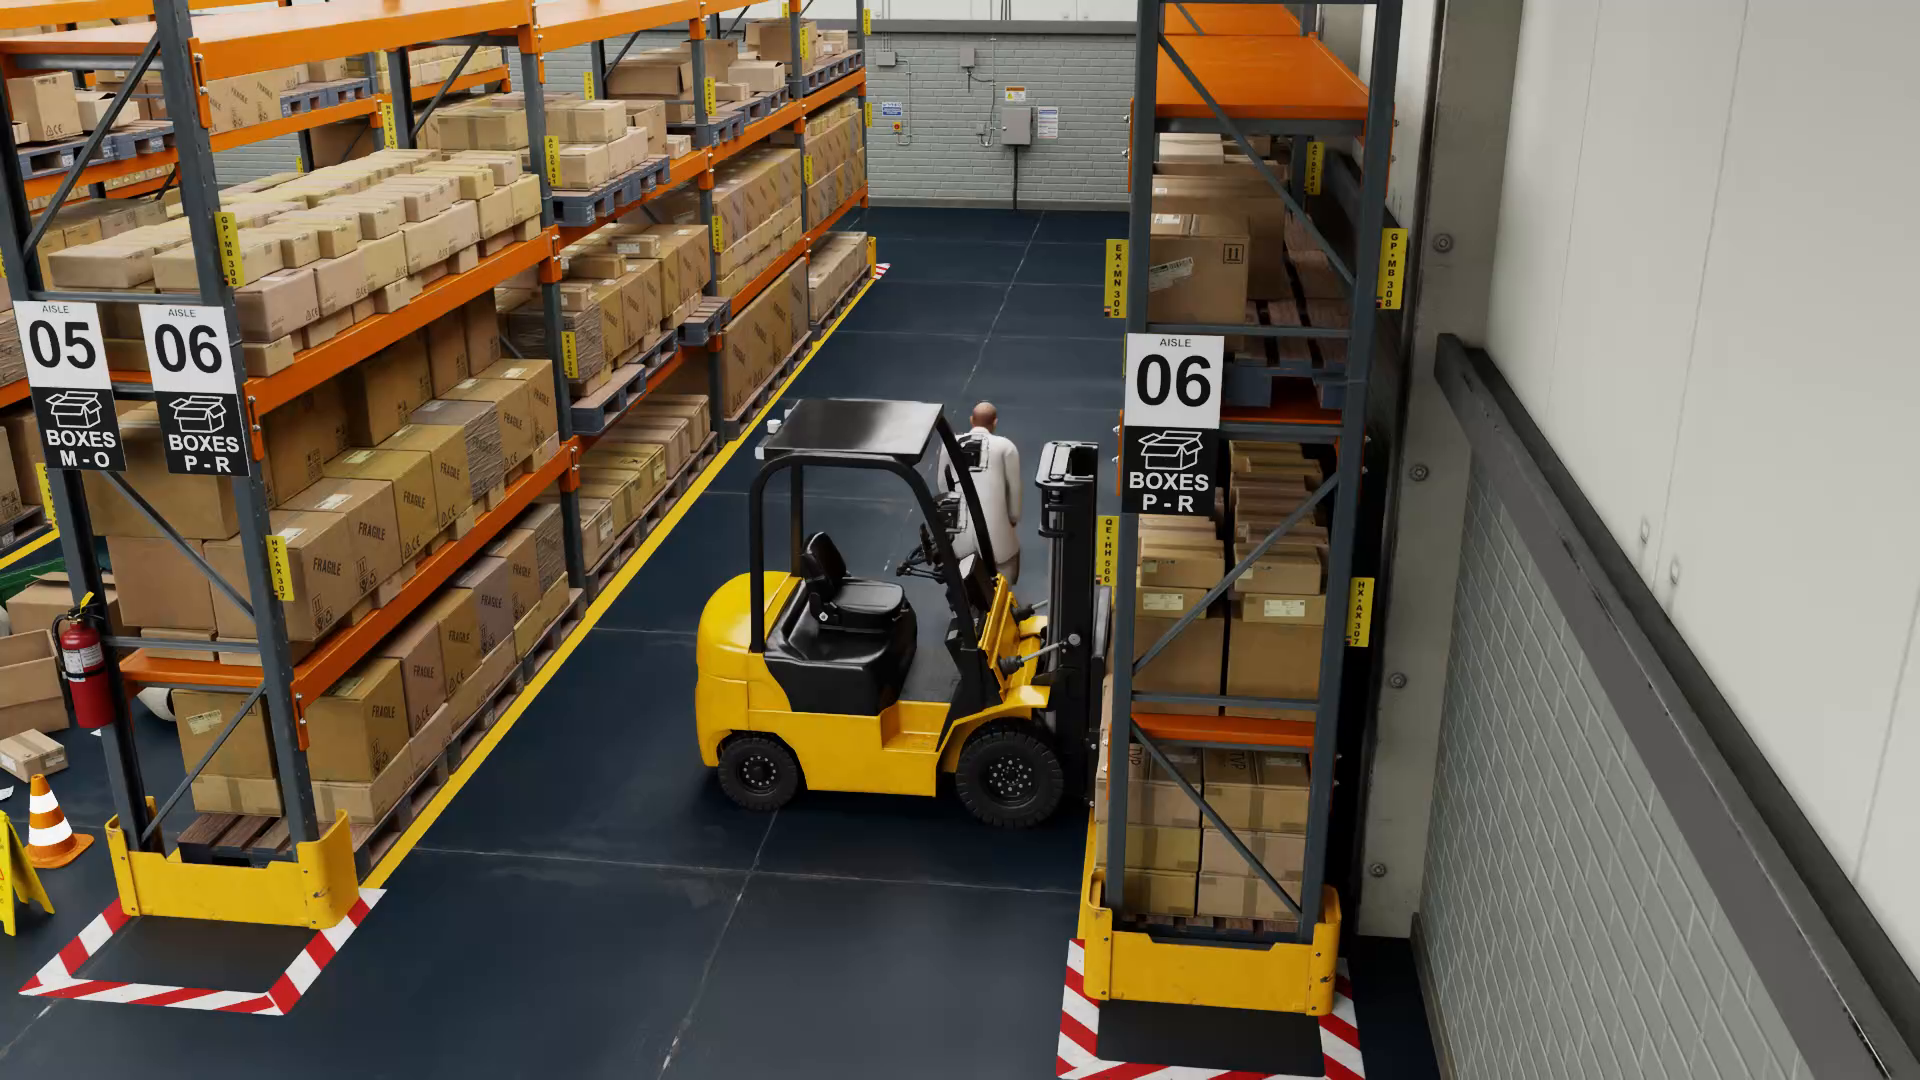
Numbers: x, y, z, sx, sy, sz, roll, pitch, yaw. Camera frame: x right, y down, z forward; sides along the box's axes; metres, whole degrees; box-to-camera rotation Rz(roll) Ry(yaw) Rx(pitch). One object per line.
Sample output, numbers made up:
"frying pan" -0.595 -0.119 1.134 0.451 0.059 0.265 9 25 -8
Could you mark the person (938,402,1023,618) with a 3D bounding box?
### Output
"person" 0.130 -0.129 11.671 0.615 1.623 0.539 7 22 17
